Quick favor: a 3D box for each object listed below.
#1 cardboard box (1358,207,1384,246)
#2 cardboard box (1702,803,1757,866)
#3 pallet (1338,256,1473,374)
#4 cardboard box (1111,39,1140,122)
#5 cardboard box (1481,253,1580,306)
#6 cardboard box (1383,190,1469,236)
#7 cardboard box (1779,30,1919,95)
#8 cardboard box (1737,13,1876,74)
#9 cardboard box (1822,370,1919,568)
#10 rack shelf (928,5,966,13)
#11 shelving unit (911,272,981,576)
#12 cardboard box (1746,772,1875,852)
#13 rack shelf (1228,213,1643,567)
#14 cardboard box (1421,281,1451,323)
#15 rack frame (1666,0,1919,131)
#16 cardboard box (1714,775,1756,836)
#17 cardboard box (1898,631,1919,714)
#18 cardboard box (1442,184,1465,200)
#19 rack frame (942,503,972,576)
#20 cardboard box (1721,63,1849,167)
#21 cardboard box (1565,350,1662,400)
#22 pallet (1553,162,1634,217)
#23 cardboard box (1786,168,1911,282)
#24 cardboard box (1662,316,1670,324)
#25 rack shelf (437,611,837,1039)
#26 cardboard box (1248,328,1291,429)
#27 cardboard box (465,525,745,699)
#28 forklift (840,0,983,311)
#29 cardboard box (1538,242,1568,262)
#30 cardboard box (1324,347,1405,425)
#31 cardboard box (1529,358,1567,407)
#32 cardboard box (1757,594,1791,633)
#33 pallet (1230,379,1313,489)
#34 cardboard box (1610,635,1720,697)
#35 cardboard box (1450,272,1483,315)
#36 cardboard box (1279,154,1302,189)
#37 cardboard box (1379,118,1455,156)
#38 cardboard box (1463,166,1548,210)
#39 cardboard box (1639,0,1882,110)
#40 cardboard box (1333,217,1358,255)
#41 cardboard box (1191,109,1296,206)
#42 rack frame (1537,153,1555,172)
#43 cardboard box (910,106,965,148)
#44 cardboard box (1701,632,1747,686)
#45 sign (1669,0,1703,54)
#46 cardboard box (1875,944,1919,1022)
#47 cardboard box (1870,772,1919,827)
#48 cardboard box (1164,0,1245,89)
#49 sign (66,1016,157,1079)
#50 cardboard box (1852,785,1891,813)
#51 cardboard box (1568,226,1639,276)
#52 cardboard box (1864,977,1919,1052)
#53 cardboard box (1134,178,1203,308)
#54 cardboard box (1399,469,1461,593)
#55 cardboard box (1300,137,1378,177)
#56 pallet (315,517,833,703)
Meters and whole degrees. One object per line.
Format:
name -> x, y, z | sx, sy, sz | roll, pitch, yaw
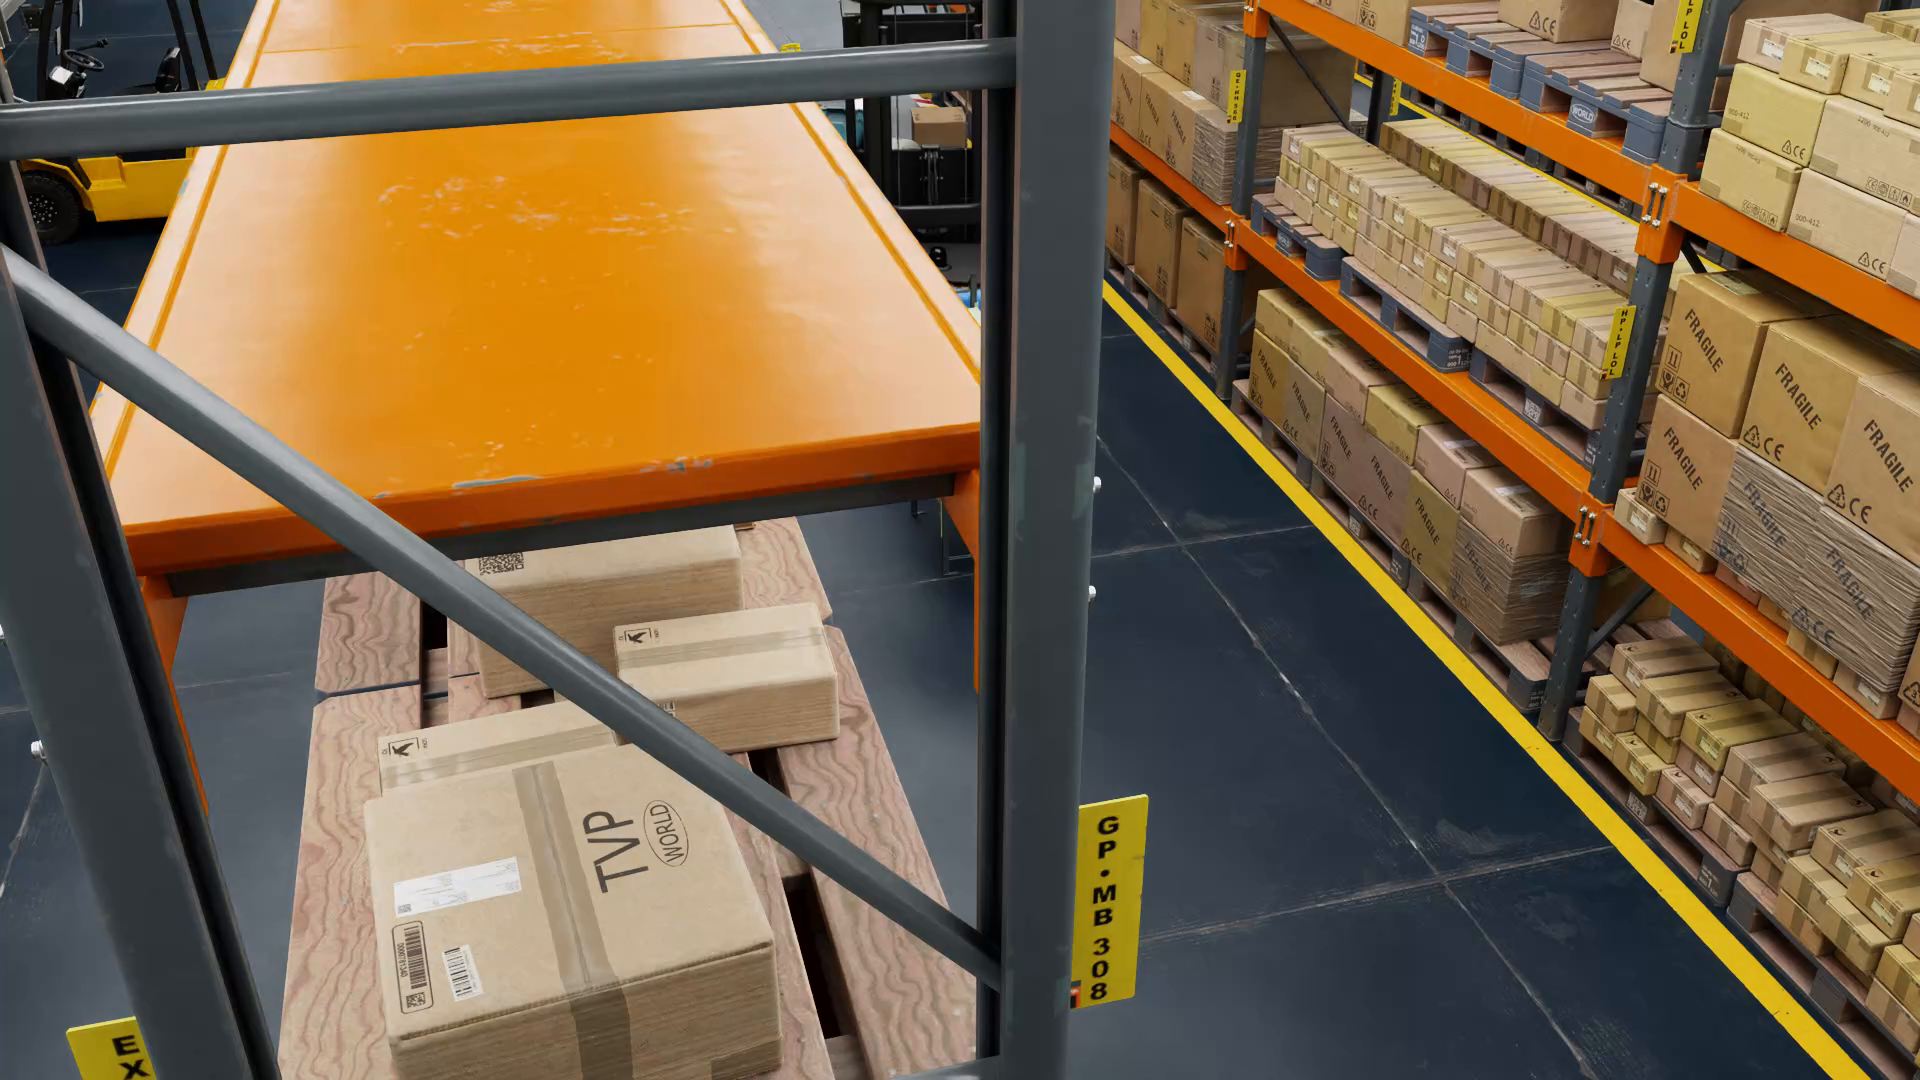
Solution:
cardboard box -> 2.475, -1.781, 9.367 | 0.380, 0.149, 0.250 | -8, 31, -13
cardboard box -> 3.410, 1.220, 7.075 | 0.380, 0.149, 0.250 | -8, 31, -14
pallet -> 2.825, -1.307, 9.205 | 1.003, 0.211, 1.213 | -8, 31, -13
cardboard box -> 1.343, -3.540, 12.772 | 0.500, 0.500, 0.500 | -8, 31, -14
cardboard box -> 2.818, -1.288, 8.219 | 0.380, 0.149, 0.250 | -8, 31, -13
cardboard box -> 2.546, -1.787, 9.082 | 0.380, 0.149, 0.250 | -7, 31, -12
cardboard box -> 3.205, -1.722, 5.989 | 0.380, 0.149, 0.250 | -9, 31, -15
cardboard box -> 3.165, -1.858, 6.224 | 0.380, 0.149, 0.250 | -8, 31, -14
cardboard box -> 3.462, -0.267, 5.822 | 0.500, 0.500, 0.500 | -7, 31, -12
rack shelf -> 0.667, -4.927, 15.986 | 1.077, 0.370, 4.000 | -8, 31, -13
shelving unit -> -0.002, -0.652, 9.380 | 0.431, 1.500, 0.755 | -8, 31, -13
cardboard box -> 3.424, 1.093, 6.700 | 0.380, 0.149, 0.250 | -7, 31, -12
rack shelf -> 2.791, -1.063, 9.311 | 1.077, 0.370, 4.000 | -8, 31, -13
cardboard box -> 2.676, -1.276, 8.792 | 0.380, 0.149, 0.250 | -7, 31, -11
rack frame -> 3.321, -3.005, 5.959 | 1.000, 3.000, 0.127 | -8, 31, -13
cardboard box -> 3.431, 1.086, 7.009 | 0.380, 0.149, 0.250 | -9, 31, -16
cardboard box -> 3.618, 0.433, 5.610 | 0.500, 0.500, 0.500 | -6, 31, -11
cardboard box -> 3.041, -1.988, 9.725 | 0.380, 0.149, 0.250 | -8, 31, -13
rack frame -> 0.095, -0.476, 9.074 | 0.400, 1.500, 0.023 | -8, 31, -13
cardboard box -> 3.218, -1.594, 6.166 | 0.500, 0.250, 0.500 | -7, 31, -12
cardboard box -> 3.025, -0.776, 7.631 | 0.380, 0.149, 0.250 | -7, 31, -12
pallet -> 6.215, -3.300, 15.241 | 1.003, 0.211, 1.213 | -8, 31, -13
cardboard box -> 3.332, -1.143, 5.885 | 0.500, 0.250, 0.500 | -8, 31, -14
cardboard box -> 3.590, -0.987, 7.995 | 0.380, 0.149, 0.250 | -8, 31, -14
rack shelf -> -0.893, 0.277, 4.000 | 1.077, 0.370, 4.000 | -8, 31, -13
cardboard box -> 2.202, -1.065, 10.671 | 0.500, 0.500, 0.500 | -9, 31, -15
cardboard box -> -0.712, 0.016, 3.304 | 0.500, 0.311, 0.500 | -7, 31, -12
forklift -> -0.228, -2.595, 11.307 | 1.130, 2.935, 3.031 | -2, 30, -4
cardboard box -> 3.307, -1.495, 8.873 | 0.380, 0.149, 0.250 | -8, 31, -14
cardboard box -> 2.463, -0.914, 9.662 | 0.500, 0.250, 0.500 | -8, 31, -13
cardboard box -> 2.955, -0.773, 7.922 | 0.380, 0.149, 0.250 | -8, 31, -13
cardboard box -> 3.409, 0.249, 6.576 | 0.380, 0.149, 0.250 | -9, 31, -15
pallet -> 2.466, -0.756, 10.845 | 1.003, 0.211, 1.213 | -8, 31, -13
cardboard box -> 3.213, 0.580, 7.586 | 0.380, 0.149, 0.250 | -7, 31, -11
cardboard box -> 2.747, -1.281, 8.503 | 0.380, 0.149, 0.250 | -9, 31, -16
cardboard box -> 2.194, -2.282, 10.233 | 0.380, 0.149, 0.250 | -6, 31, -11
cardboard box -> 2.832, -2.495, 10.304 | 0.380, 0.149, 0.250 | -9, 31, -15
cardboard box -> 3.099, -2.001, 9.451 | 0.380, 0.149, 0.250 | -8, 31, -13
cardboard box -> 3.327, -2.129, 6.921 | 0.700, 0.500, 0.500 | -8, 31, -13
cardboard box -> 2.400, -1.781, 9.664 | 0.380, 0.149, 0.250 | -6, 31, -11
cardboard box -> 1.881, -2.566, 11.088 | 0.500, 0.500, 0.500 | -8, 31, -13
rack frame -> 6.007, -4.883, 15.192 | 1.000, 3.000, 0.127 | -8, 31, -13
cardboard box -> -0.203, -3.805, 15.822 | 0.500, 0.500, 0.500 | -3, 30, -5
cardboard box -> 3.667, 0.523, 7.684 | 0.380, 0.149, 0.250 | -7, 31, -12
sign -> 2.787, -2.026, 6.352 | 0.100, 0.325, 0.005 | -8, 31, -13
cardboard box -> 3.628, 1.604, 6.114 | 0.380, 0.149, 0.250 | -6, 31, -11
cardboard box -> 4.000, 1.015, 6.835 | 0.380, 0.149, 0.250 | -9, 31, -16
cardboard box -> 1.876, -3.526, 11.750 | 0.700, 0.500, 0.500 | -8, 31, -14
sign -> -0.889, 0.649, 1.836 | 0.100, 0.325, 0.005 | -8, 31, -13
cardboard box -> 3.942, 1.135, 6.924 | 0.380, 0.149, 0.250 | -7, 31, -12
cardboard box -> 3.382, -1.493, 8.573 | 0.380, 0.149, 0.250 | -8, 31, -14
cardboard box -> 3.630, 1.732, 6.190 | 0.380, 0.149, 0.250 | -7, 31, -12
cardboard box -> 1.949, -2.276, 12.515 | 1.050, 0.750, 0.750 | -7, 31, -13
cardboard box -> 2.746, -0.080, 8.970 | 0.500, 0.500, 0.500 | -9, 31, -14
cardboard box -> 2.269, -2.293, 9.954 | 0.380, 0.149, 0.250 | -9, 31, -15
pallet -> -0.897, 0.023, 3.810 | 1.003, 0.211, 1.213 | -8, 31, -13
